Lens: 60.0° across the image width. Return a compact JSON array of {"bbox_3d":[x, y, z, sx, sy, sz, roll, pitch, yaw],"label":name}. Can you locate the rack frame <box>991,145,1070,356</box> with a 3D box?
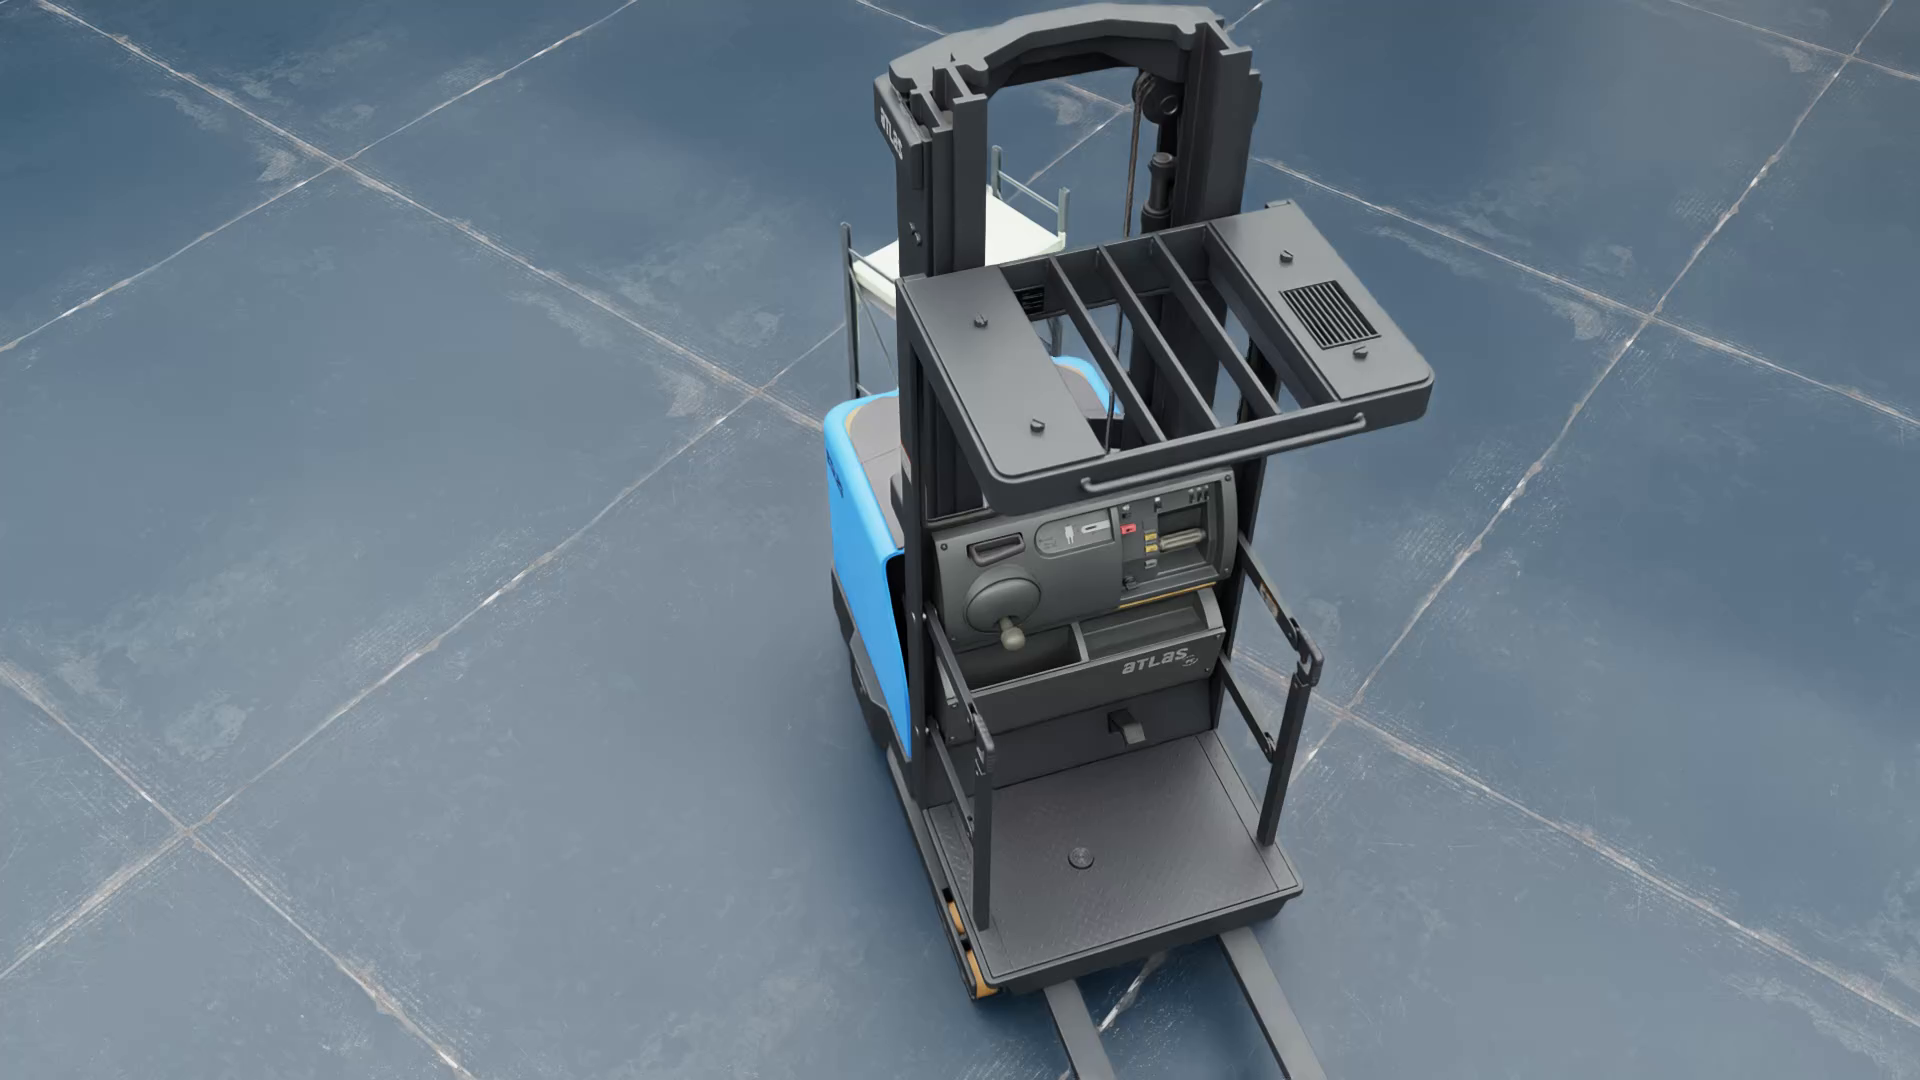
[{"bbox_3d":[0.260,-0.856,6.695,0.023,1.500,0.400,-33,55,-27],"label":"rack frame"}]

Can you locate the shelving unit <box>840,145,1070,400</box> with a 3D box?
[{"bbox_3d":[-0.013,-0.680,6.527,0.755,1.500,0.431,-33,55,-27],"label":"shelving unit"}]

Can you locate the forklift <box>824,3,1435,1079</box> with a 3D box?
[{"bbox_3d":[0.450,0.153,4.742,1.130,2.935,3.031,-14,48,-13],"label":"forklift"}]

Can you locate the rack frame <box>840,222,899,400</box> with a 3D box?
[{"bbox_3d":[-0.286,-0.504,6.359,0.023,1.500,0.400,-33,55,-27],"label":"rack frame"}]

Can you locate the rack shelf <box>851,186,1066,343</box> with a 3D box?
[{"bbox_3d":[-0.013,-0.950,6.245,0.720,0.370,0.431,-33,55,-27],"label":"rack shelf"}]
